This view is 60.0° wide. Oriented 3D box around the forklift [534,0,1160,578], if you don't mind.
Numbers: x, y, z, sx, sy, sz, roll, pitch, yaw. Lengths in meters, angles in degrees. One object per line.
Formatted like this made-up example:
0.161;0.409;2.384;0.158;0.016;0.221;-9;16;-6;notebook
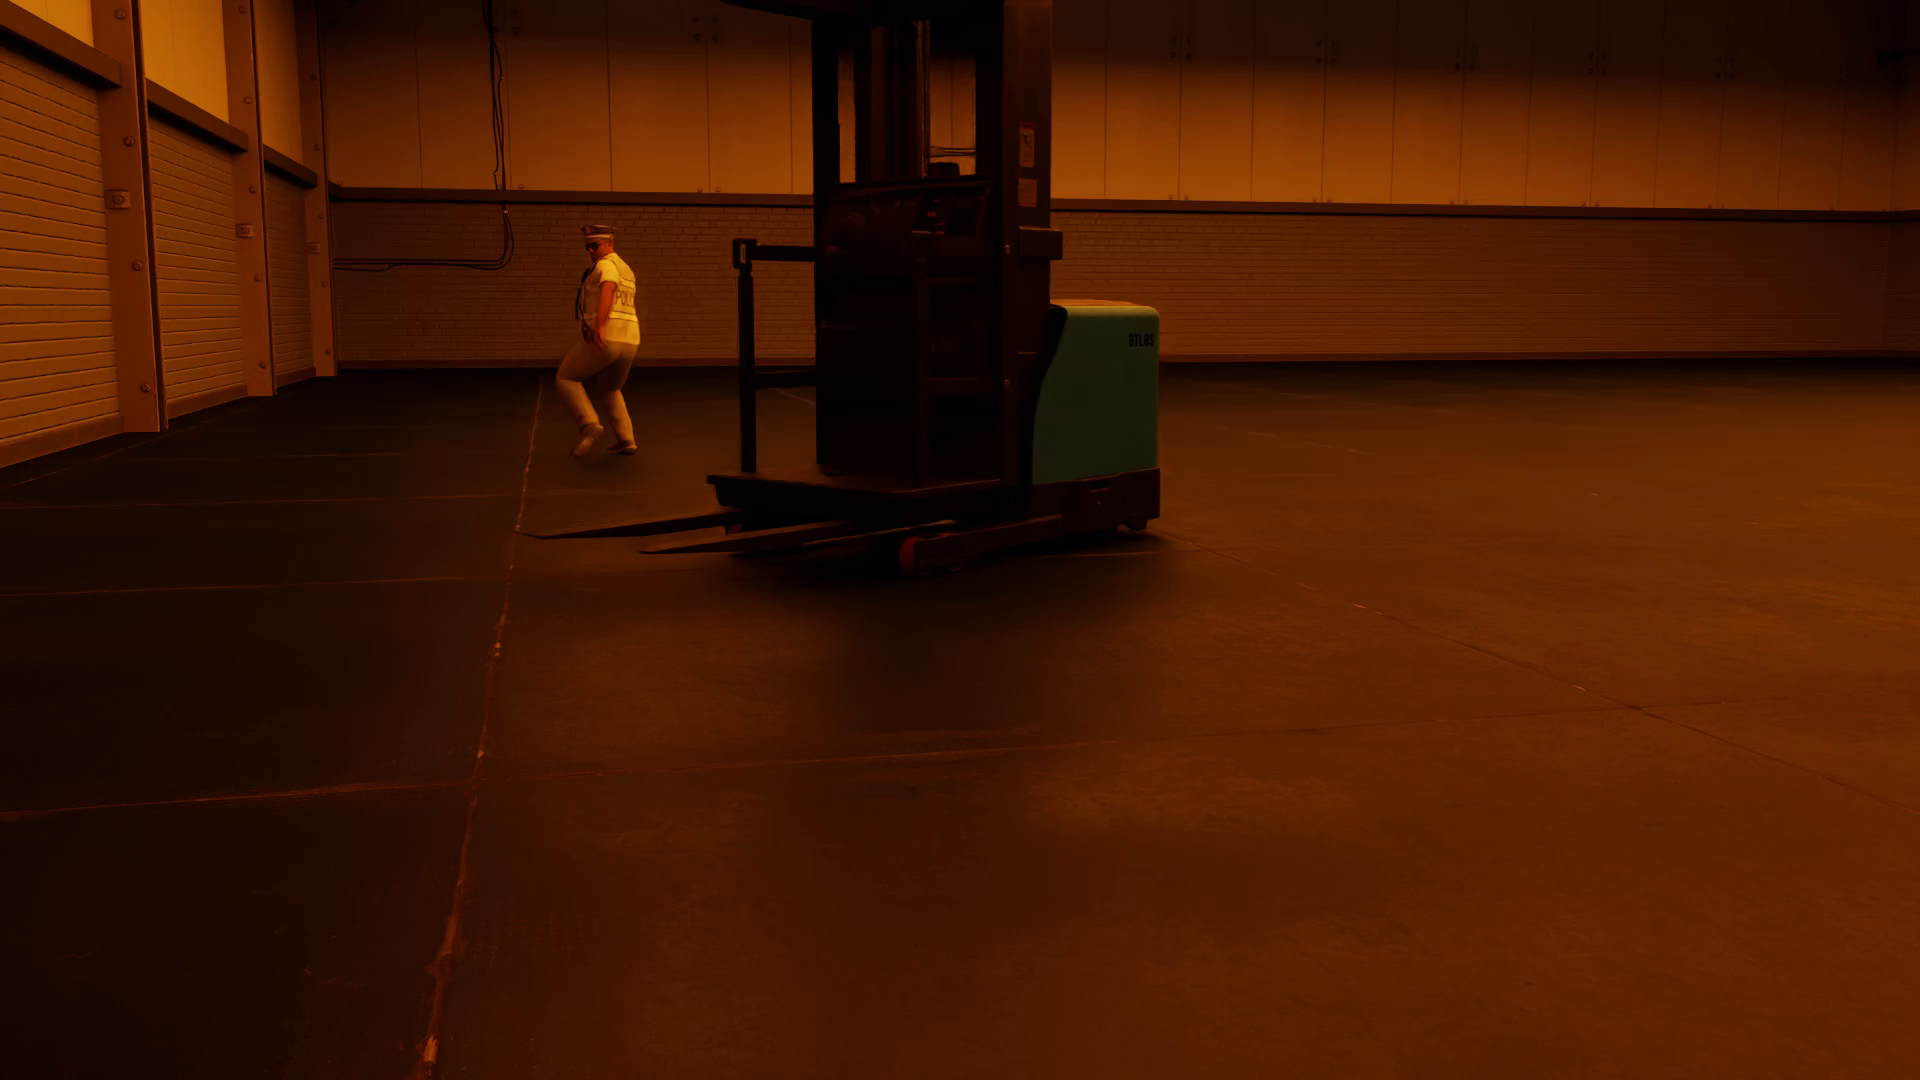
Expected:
-0.371;-1.378;6.980;1.130;2.935;3.031;7;10;39;forklift

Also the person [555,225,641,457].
-2.605;-1.440;12.093;0.680;1.678;0.769;4;9;29;person
